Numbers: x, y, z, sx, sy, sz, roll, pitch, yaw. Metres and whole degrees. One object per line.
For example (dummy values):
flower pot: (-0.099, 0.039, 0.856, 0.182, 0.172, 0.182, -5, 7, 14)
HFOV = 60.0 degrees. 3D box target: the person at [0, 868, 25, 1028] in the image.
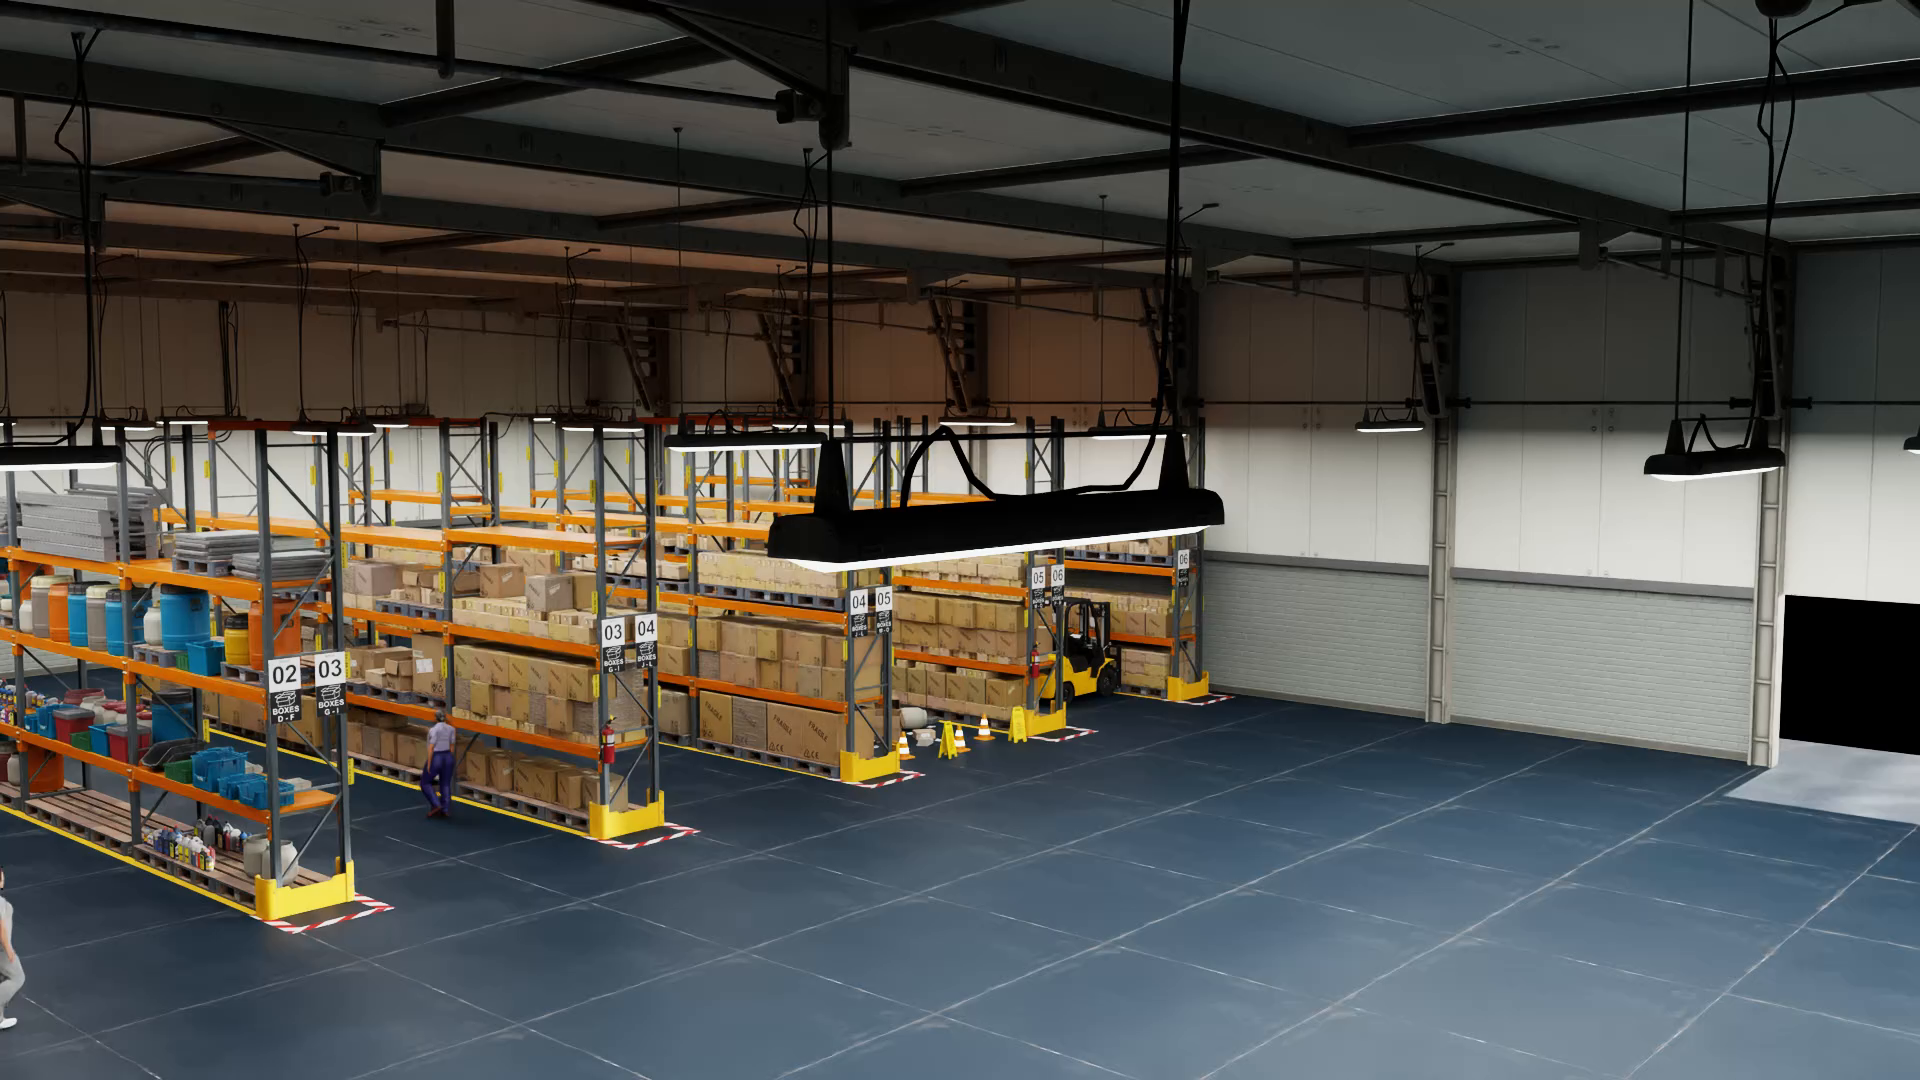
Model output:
person: (-9.691, 4.098, 16.622, 0.469, 1.668, 0.476, 3, 6, 35)

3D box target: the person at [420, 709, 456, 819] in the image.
person: (-7.930, 3.406, 25.317, 0.417, 1.634, 0.551, 4, 6, 39)

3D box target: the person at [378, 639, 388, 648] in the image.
person: (-11.115, 2.776, 32.093, 1.102, 1.718, 0.711, 4, 6, 41)
